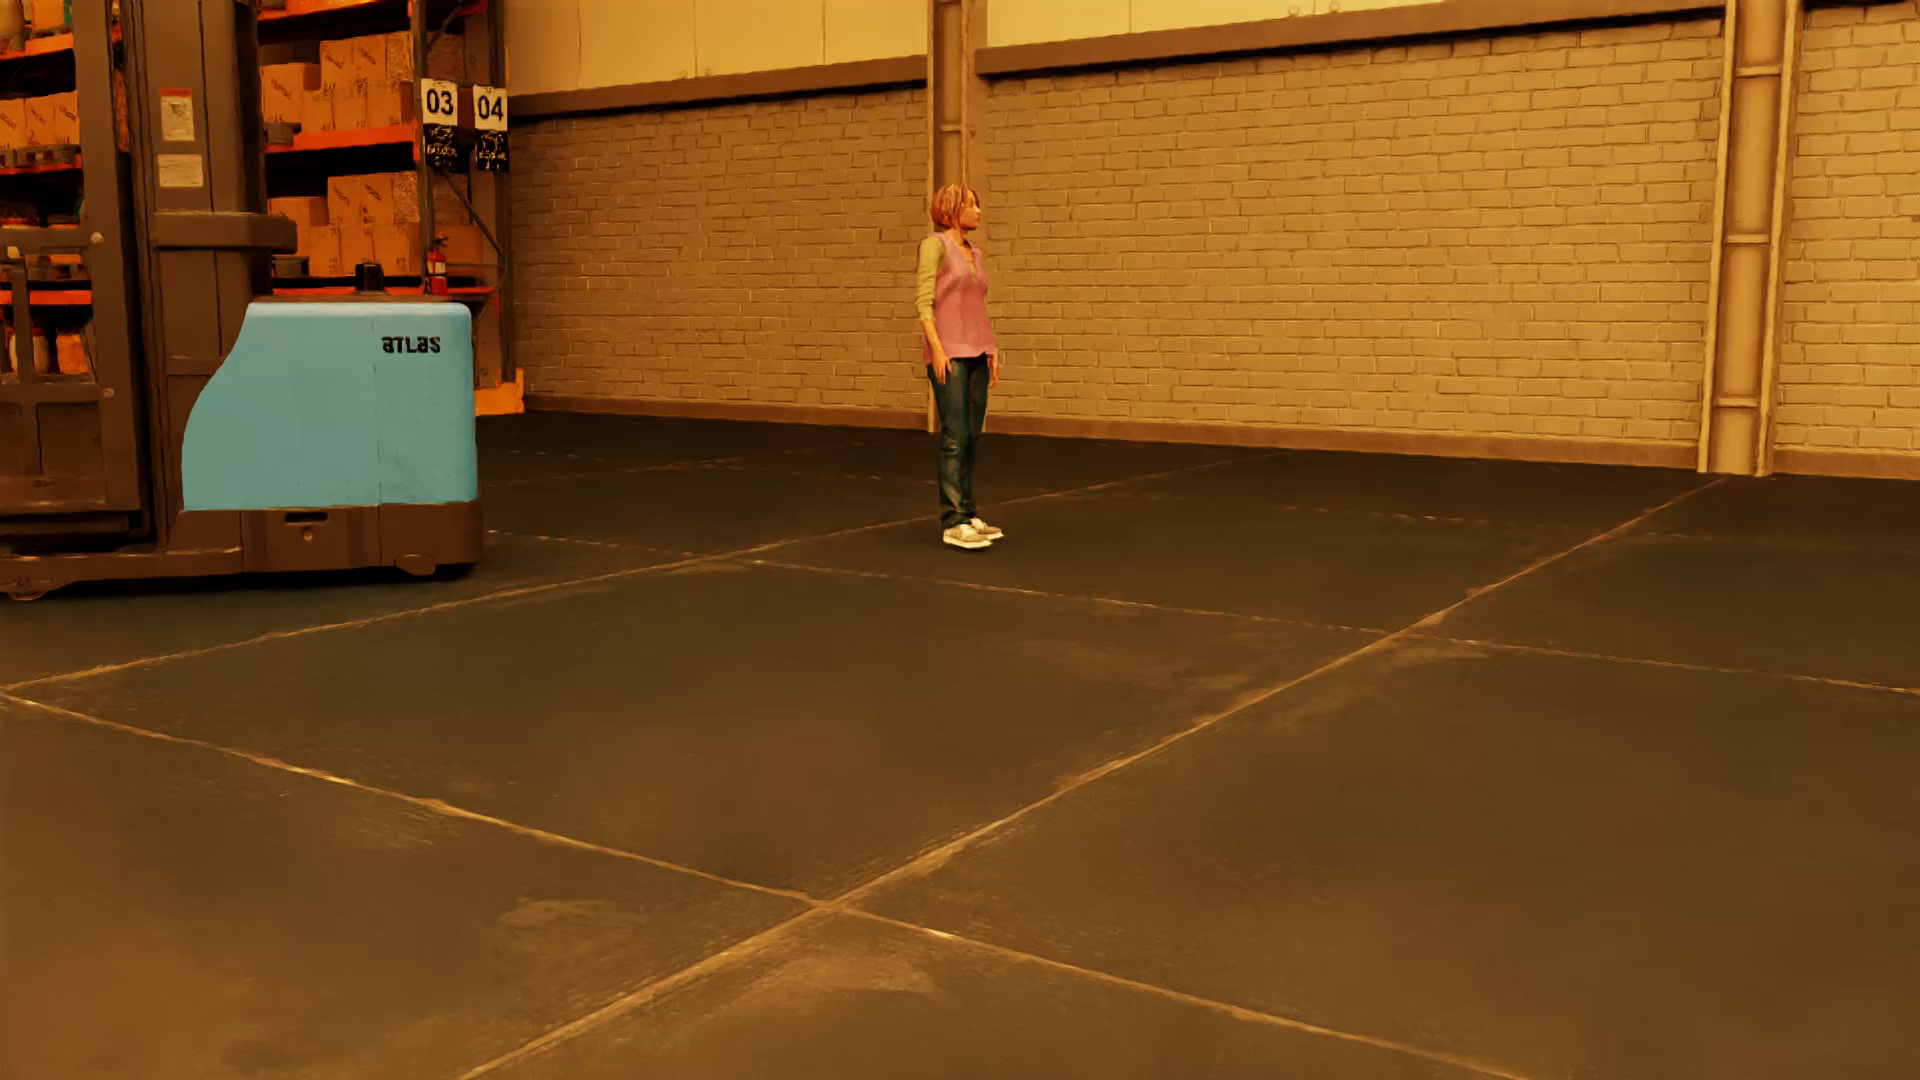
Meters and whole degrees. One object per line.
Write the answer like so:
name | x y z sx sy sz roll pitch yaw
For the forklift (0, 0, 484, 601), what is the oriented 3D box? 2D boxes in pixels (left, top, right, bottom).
forklift | -3.454 -1.304 6.361 3.031 2.935 1.130 -2 8 -16

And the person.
person | 0.054 -0.790 7.438 0.474 1.597 0.520 5 10 34
